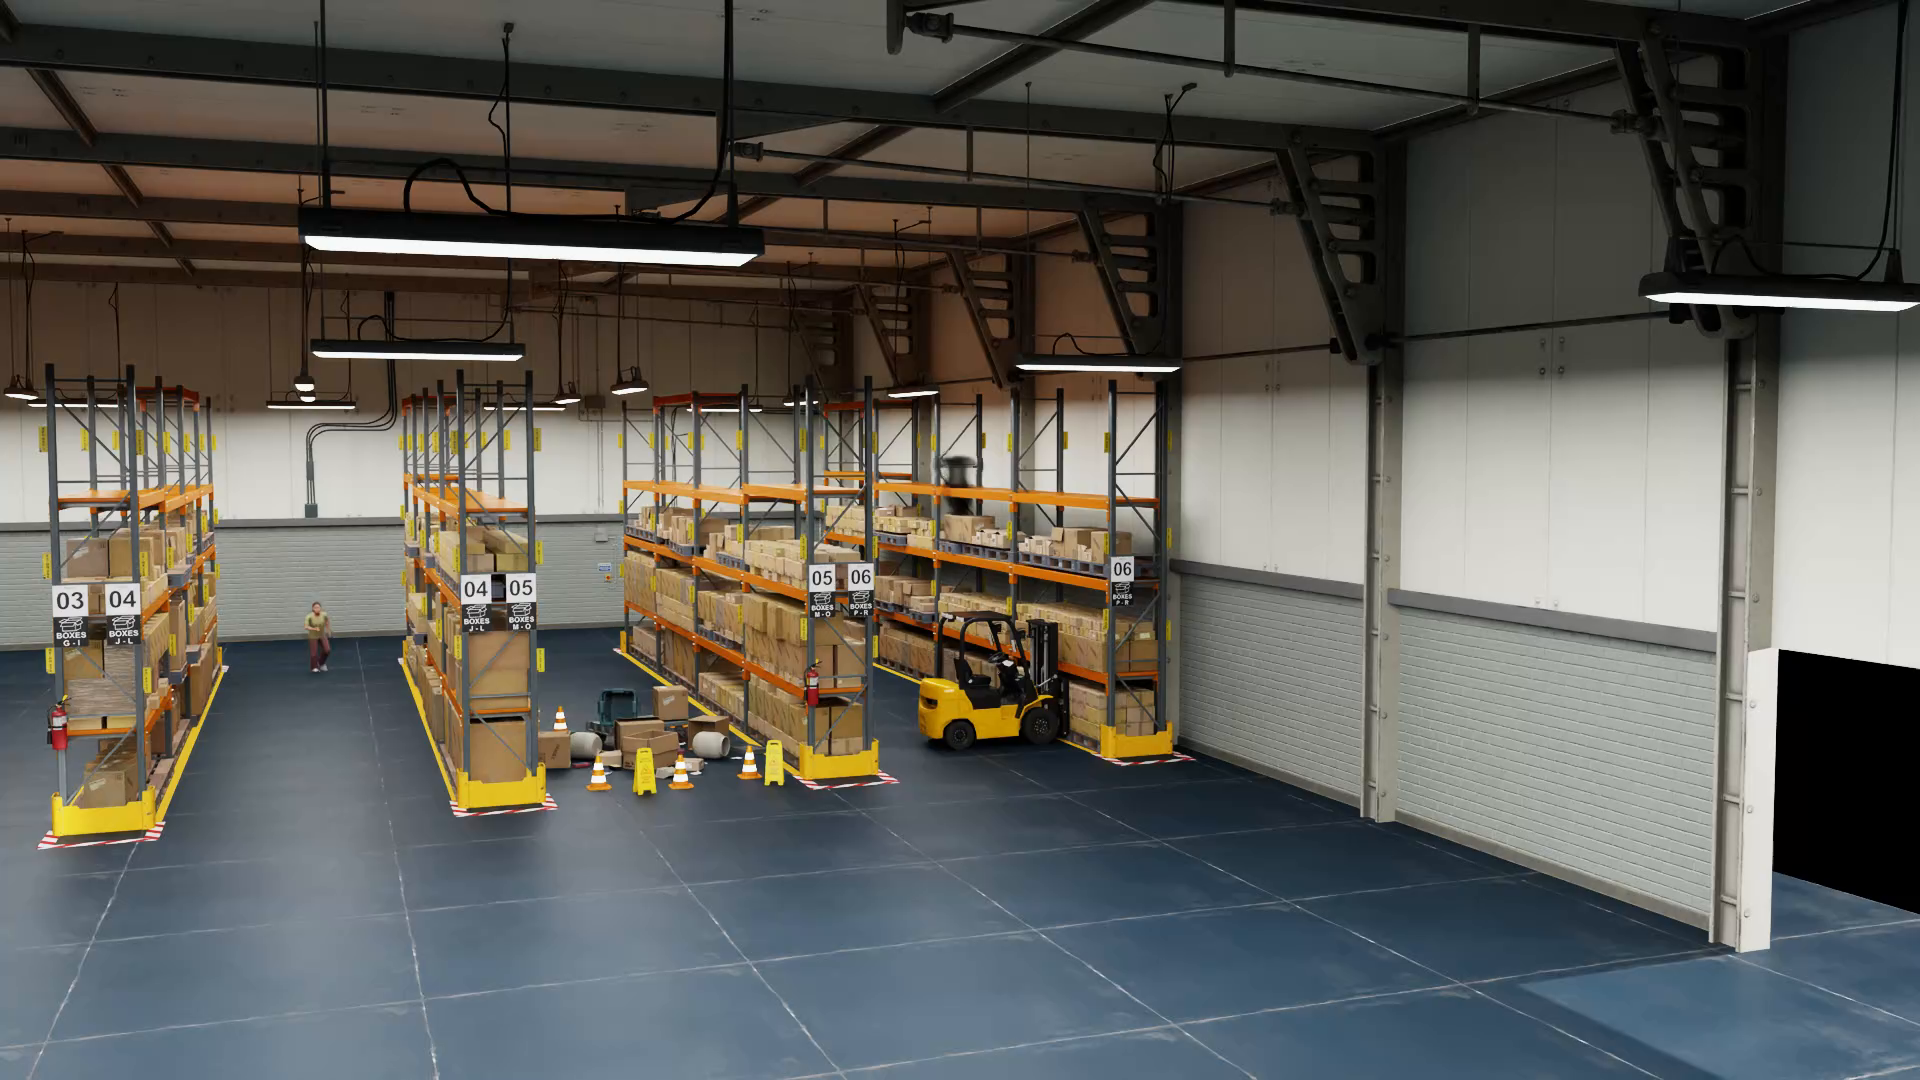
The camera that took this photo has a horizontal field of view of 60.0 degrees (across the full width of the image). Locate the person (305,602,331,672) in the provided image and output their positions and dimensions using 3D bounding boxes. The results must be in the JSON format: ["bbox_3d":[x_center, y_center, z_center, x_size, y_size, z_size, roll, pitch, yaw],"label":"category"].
[{"bbox_3d":[-13.896,2.107,35.990,0.592,1.561,0.841,-2,4,-35],"label":"person"}]
